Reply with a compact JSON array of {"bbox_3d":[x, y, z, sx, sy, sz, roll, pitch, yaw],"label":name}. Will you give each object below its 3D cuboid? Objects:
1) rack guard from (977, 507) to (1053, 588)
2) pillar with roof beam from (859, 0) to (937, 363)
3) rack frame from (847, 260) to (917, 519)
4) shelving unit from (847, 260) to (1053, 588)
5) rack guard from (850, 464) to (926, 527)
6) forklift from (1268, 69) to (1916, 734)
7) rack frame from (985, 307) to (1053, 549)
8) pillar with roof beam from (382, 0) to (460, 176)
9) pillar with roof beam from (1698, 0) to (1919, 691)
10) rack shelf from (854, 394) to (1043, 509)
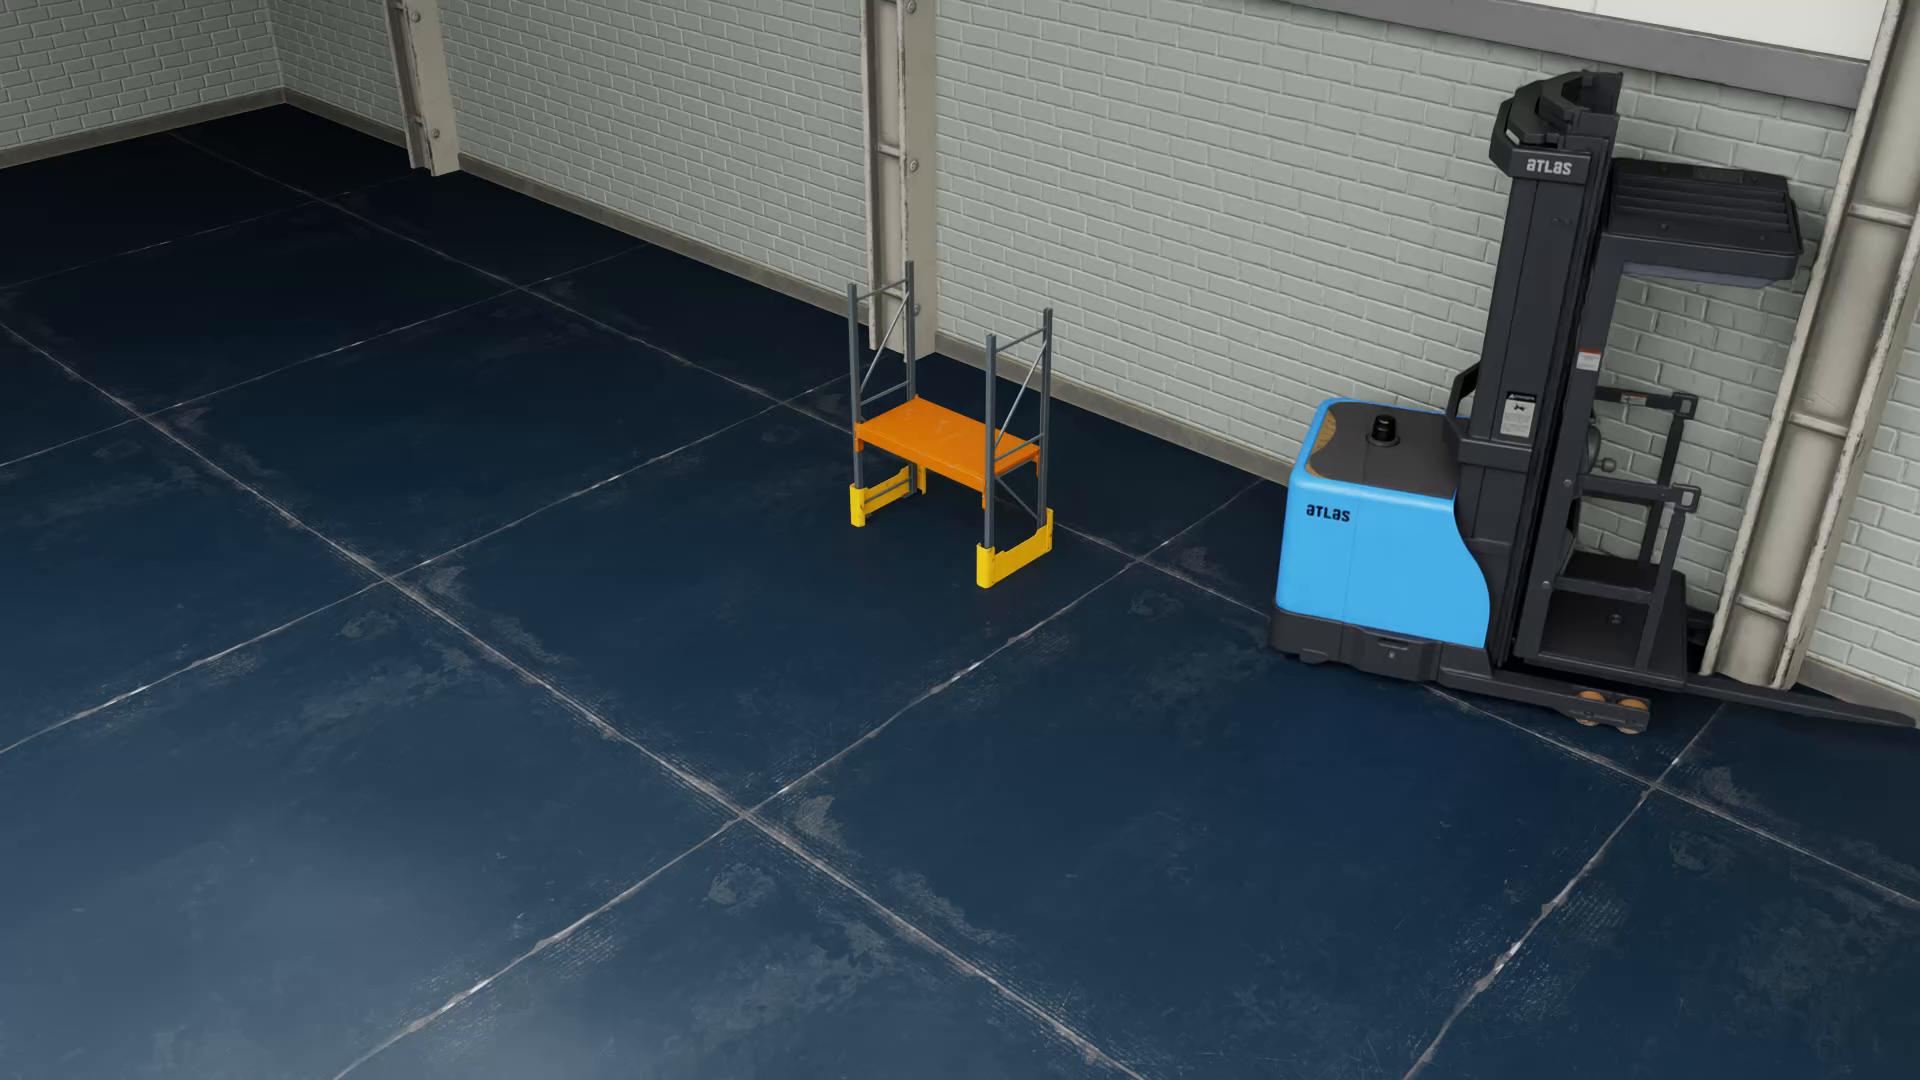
[{"bbox_3d":[0.313,0.039,9.388,0.087,0.250,0.587,25,39,35],"label":"rack guard"},{"bbox_3d":[-3.295,-3.586,6.926,0.400,9.000,9.100,25,39,35],"label":"pillar with roof beam"},{"bbox_3d":[-0.440,-0.848,9.649,0.032,1.500,0.500,25,39,35],"label":"rack frame"},{"bbox_3d":[-0.057,-0.669,9.351,1.083,1.500,0.587,25,39,35],"label":"shelving unit"},{"bbox_3d":[-0.426,-0.306,9.960,0.087,0.250,0.587,25,39,35],"label":"rack guard"},{"bbox_3d":[3.183,-0.620,7.882,3.031,2.935,1.130,11,33,17],"label":"forklift"},{"bbox_3d":[0.314,-0.496,9.064,0.032,1.500,0.500,25,39,35],"label":"rack frame"},{"bbox_3d":[-7.744,-5.662,10.375,0.400,9.000,9.100,25,39,35],"label":"pillar with roof beam"},{"bbox_3d":[1.153,-1.509,3.477,0.400,9.000,9.100,25,39,35],"label":"pillar with roof beam"},{"bbox_3d":[-0.063,-0.518,9.449,1.000,0.185,0.538,25,39,35],"label":"rack shelf"}]
